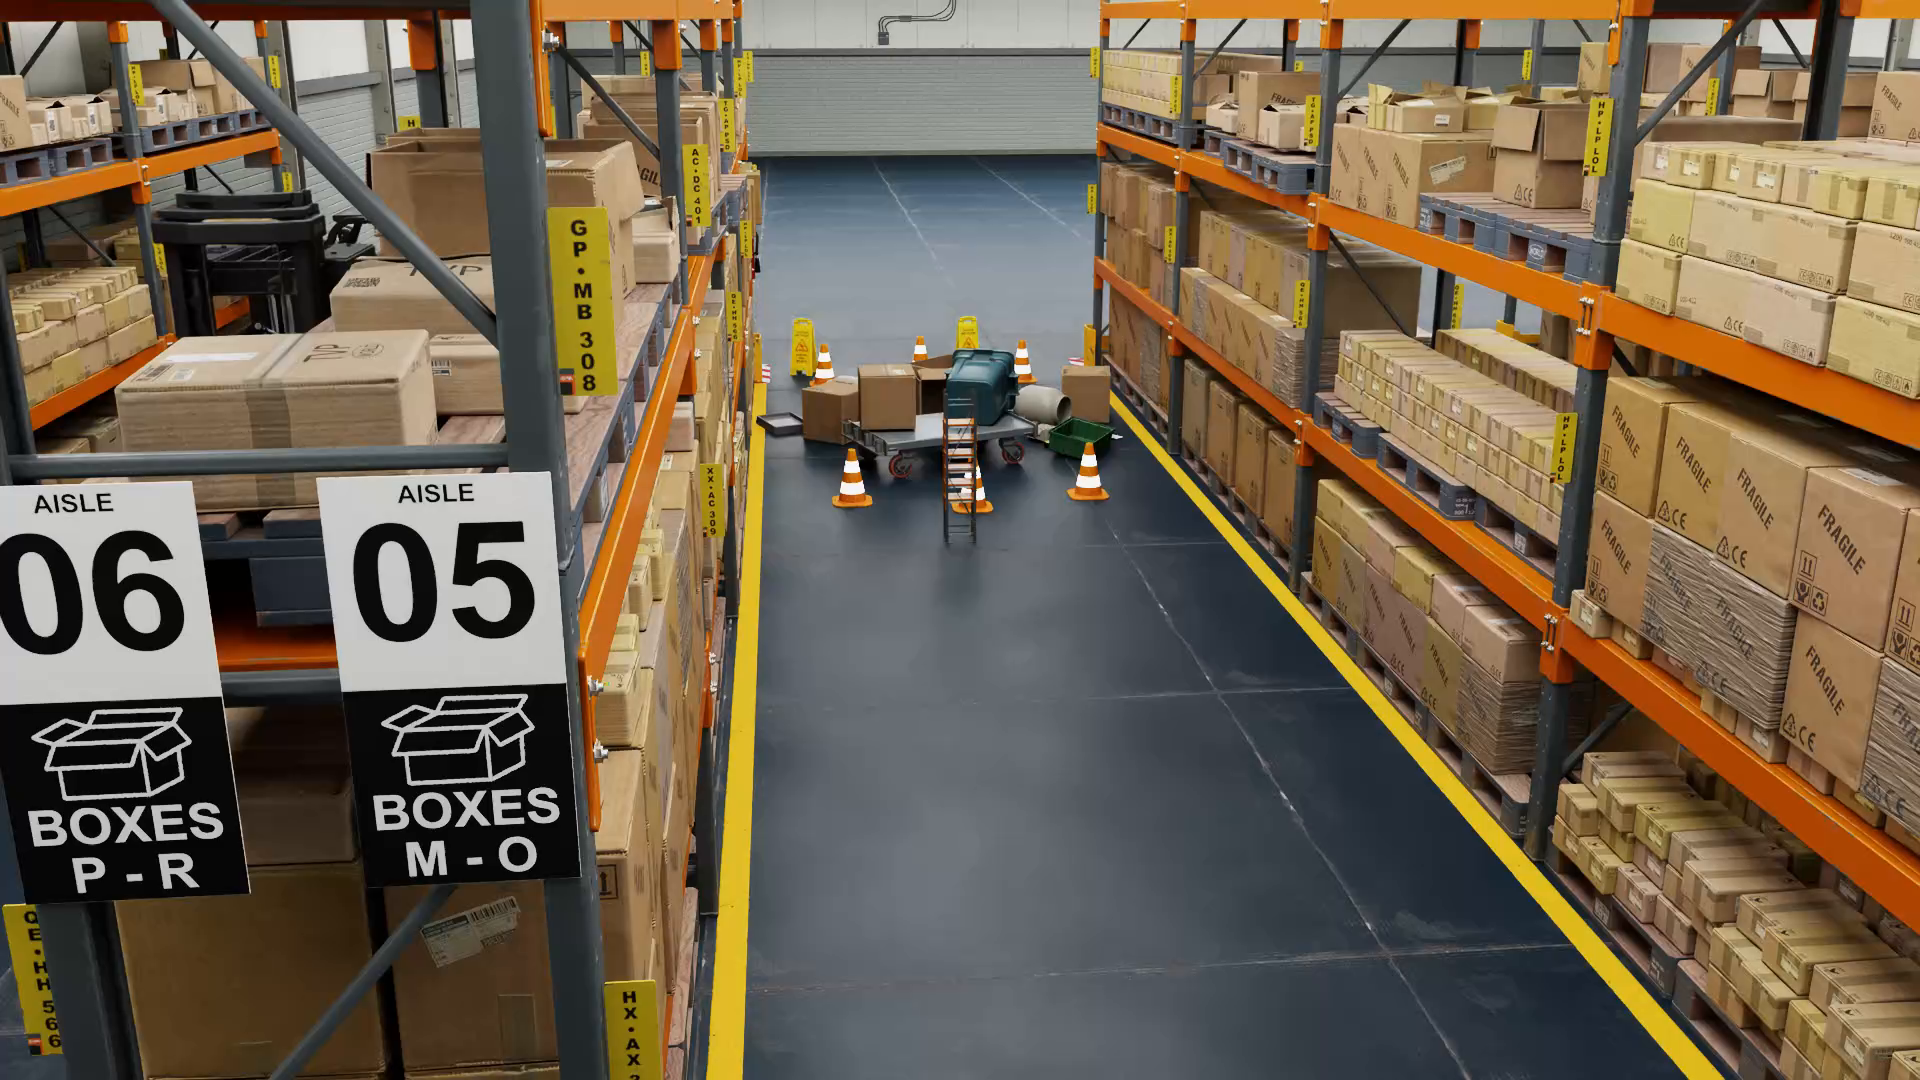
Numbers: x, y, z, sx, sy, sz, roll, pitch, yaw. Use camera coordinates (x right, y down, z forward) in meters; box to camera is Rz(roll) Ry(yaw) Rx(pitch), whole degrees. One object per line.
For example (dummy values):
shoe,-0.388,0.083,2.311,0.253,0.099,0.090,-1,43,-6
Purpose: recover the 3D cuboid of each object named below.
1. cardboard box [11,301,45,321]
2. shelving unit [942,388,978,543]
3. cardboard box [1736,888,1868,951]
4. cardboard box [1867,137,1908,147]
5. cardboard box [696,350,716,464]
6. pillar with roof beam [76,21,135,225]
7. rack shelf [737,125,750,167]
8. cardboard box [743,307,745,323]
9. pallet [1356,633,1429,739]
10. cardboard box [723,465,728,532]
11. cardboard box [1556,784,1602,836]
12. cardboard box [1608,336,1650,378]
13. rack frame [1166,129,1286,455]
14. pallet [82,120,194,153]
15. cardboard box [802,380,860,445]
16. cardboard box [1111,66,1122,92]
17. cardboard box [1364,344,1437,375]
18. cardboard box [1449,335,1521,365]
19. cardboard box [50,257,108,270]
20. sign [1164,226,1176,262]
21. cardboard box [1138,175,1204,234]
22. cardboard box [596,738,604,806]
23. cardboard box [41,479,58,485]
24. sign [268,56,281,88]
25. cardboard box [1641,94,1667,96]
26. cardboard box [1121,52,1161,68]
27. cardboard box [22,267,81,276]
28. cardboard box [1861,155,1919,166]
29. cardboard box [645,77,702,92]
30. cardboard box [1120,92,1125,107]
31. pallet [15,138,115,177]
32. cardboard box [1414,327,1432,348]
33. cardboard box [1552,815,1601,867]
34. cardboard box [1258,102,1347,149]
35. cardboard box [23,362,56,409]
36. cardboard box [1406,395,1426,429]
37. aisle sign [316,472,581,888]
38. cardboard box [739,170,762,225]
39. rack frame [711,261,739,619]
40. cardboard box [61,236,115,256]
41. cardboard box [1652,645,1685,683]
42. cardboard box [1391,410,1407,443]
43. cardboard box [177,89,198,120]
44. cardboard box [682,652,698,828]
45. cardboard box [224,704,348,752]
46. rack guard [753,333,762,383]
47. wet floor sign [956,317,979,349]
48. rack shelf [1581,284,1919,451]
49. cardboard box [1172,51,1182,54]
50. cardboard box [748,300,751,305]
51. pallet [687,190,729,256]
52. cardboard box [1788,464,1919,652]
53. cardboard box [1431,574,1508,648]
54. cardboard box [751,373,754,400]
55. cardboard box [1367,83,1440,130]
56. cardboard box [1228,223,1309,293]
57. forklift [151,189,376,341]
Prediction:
cardboard box,-6.972,-1.657,12.199,0.380,0.149,0.250,-2,18,-6
shelving unit,-0.002,-0.577,13.011,0.258,1.200,0.189,-2,18,-6
cardboard box,3.276,1.494,6.477,0.380,0.149,0.250,-3,18,-8
cardboard box,7.422,-2.989,12.932,0.500,0.250,0.500,-1,17,-4
cardboard box,-1.505,-0.665,8.452,0.500,0.500,0.500,-2,18,-7
pillar with roof beam,-4.333,-5.881,16.886,9.100,9.000,0.400,-2,18,-6
rack shelf,-2.648,-3.767,16.363,1.077,0.370,4.000,-2,18,-6
cardboard box,-2.155,-2.068,15.174,0.380,0.149,0.250,-2,18,-6
pallet,3.086,0.851,10.114,1.003,0.211,1.213,-2,18,-6
cardboard box,-1.533,-0.224,9.134,0.500,0.250,0.500,-2,18,-7
cardboard box,3.016,1.253,7.741,0.380,0.149,0.250,-1,17,-3
cardboard box,7.205,-1.871,17.601,0.500,0.500,0.500,-3,18,-11
rack frame,2.472,-2.267,15.389,1.000,3.000,0.127,-2,18,-6
pallet,-7.492,-3.571,14.685,1.003,0.211,1.213,-2,18,-6
cardboard box,-1.199,-1.253,16.331,0.500,0.500,0.500,11,21,32
cardboard box,1.907,-4.905,17.671,0.500,0.250,0.500,-2,18,-6
cardboard box,2.791,-1.142,10.533,0.380,0.149,0.250,-2,18,-6
cardboard box,3.415,-1.233,10.820,0.380,0.149,0.250,-2,18,-6
cardboard box,-7.667,-2.374,14.482,0.380,0.149,0.250,-2,18,-6
sign,1.920,-2.700,15.192,0.100,0.325,0.005,-2,18,-6
cardboard box,2.314,-3.447,17.097,0.875,0.550,0.500,-2,18,-6
cardboard box,-0.965,0.543,3.520,0.380,0.149,0.250,-1,17,-4
cardboard box,-7.092,-0.186,12.024,0.875,0.625,0.625,-1,17,-4
sign,-7.250,-4.949,17.580,0.100,0.325,0.005,-2,18,-6
cardboard box,7.014,-4.503,17.090,0.380,0.149,0.250,-2,18,-8
cardboard box,1.881,-4.986,17.263,0.380,0.149,0.250,-2,18,-7
cardboard box,-7.555,-2.175,13.847,0.380,0.149,0.250,-2,18,-7
cardboard box,3.615,-1.355,6.227,0.380,0.149,0.250,-1,17,-4
cardboard box,-2.128,-3.410,12.738,0.500,0.250,0.500,-1,17,-5
cardboard box,1.880,-4.605,17.380,0.380,0.149,0.250,-2,18,-5
pallet,-7.274,-3.007,13.058,0.805,0.209,1.217,-2,18,-8
cardboard box,3.107,-1.265,12.031,0.500,0.500,0.500,-2,17,-5
cardboard box,3.015,1.395,7.784,0.380,0.149,0.250,-3,18,-8
cardboard box,2.478,-3.014,12.042,0.500,0.311,0.500,-2,18,-6
cardboard box,-6.875,-1.109,11.952,0.500,0.250,0.500,-2,18,-7
cardboard box,2.869,-0.764,9.823,0.380,0.149,0.250,-2,18,-6
aisle sign,-0.908,0.264,2.989,0.394,0.787,0.004,-2,18,-6
cardboard box,-2.384,-3.497,16.975,0.700,0.500,0.500,-2,18,-6
rack frame,-2.029,-0.892,11.010,1.000,3.000,0.127,-2,18,-6
cardboard box,-7.696,-2.590,14.673,0.380,0.149,0.250,-2,18,-7
cardboard box,3.181,0.484,7.048,0.380,0.149,0.250,-3,18,-8
cardboard box,2.845,-0.696,10.104,0.380,0.149,0.250,-1,17,-4
cardboard box,-7.229,-3.996,15.246,0.396,0.266,0.258,-2,18,-7
cardboard box,-1.189,0.685,5.821,0.500,0.500,0.500,-2,18,-6
cardboard box,-1.490,0.482,3.716,0.380,0.149,0.250,-1,17,-5
rack guard,-2.846,-2.060,18.904,1.175,0.500,0.348,-2,18,-6
wet floor sign,0.087,-2.283,19.370,0.267,0.644,0.232,-5,18,-15
rack shelf,3.503,-0.375,5.558,1.077,0.370,4.000,-2,18,-6
cardboard box,2.482,-5.158,17.810,0.380,0.149,0.250,-1,17,-5
cardboard box,-2.385,-2.418,17.426,0.380,0.149,0.250,-1,17,-5
pallet,-1.791,-1.710,8.922,1.003,0.211,1.213,-1,17,-3
cardboard box,3.242,0.050,5.677,0.500,0.500,0.500,-2,18,-8
cardboard box,2.929,0.384,9.167,0.500,0.250,0.500,-1,17,-3
cardboard box,-2.398,-1.621,17.222,0.500,0.250,0.500,-2,18,-8
cardboard box,2.705,-2.636,10.114,0.396,0.266,0.258,-2,18,-6
cardboard box,2.636,-2.340,13.786,0.700,0.500,0.500,-2,18,-5
forklift,-4.430,-0.860,11.023,1.130,2.935,3.031,-2,18,-5
